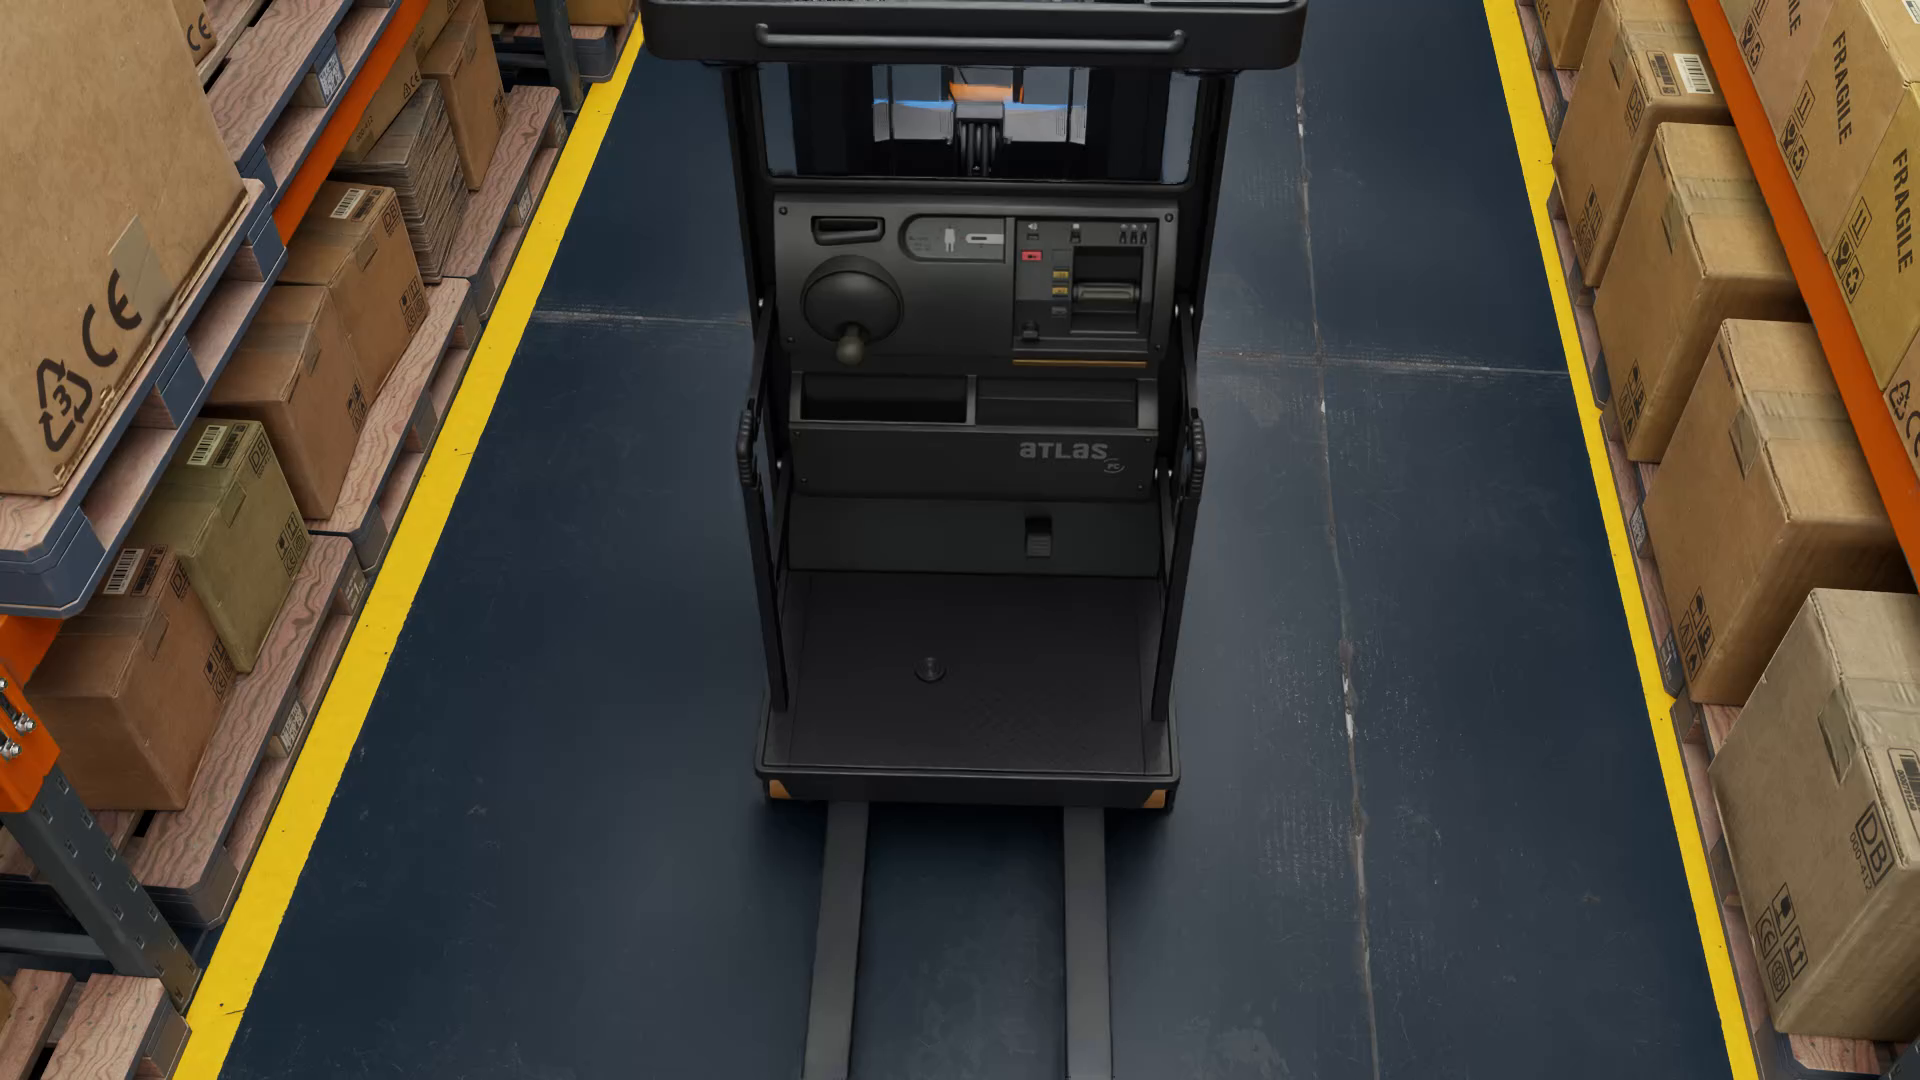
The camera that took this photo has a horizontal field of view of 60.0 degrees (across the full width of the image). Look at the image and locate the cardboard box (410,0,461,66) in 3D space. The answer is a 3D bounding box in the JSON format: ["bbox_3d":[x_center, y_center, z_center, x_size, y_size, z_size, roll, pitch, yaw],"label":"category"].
[{"bbox_3d":[-2.099,-1.901,5.843,0.500,0.250,0.500,6,48,5],"label":"cardboard box"}]

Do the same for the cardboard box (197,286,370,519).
[{"bbox_3d":[-2.242,-0.413,4.991,0.700,0.500,0.500,0,48,0],"label":"cardboard box"}]

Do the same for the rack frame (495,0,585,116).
[{"bbox_3d":[-2.068,-2.837,5.812,1.000,3.000,0.127,4,48,4],"label":"rack frame"}]

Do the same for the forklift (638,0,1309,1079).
[{"bbox_3d":[0.031,-0.499,3.720,1.130,2.935,3.031,1,48,1],"label":"forklift"}]

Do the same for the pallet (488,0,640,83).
[{"bbox_3d":[-1.921,-2.470,7.366,1.003,0.211,1.213,4,48,4],"label":"pallet"}]

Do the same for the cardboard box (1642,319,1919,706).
[{"bbox_3d":[2.556,-0.043,4.497,1.050,0.750,0.750,4,48,4],"label":"cardboard box"}]

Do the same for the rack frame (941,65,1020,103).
[{"bbox_3d":[0.060,-1.069,5.404,0.240,1.200,0.006,5,45,4],"label":"rack frame"}]

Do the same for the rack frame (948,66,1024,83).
[{"bbox_3d":[0.080,-1.198,5.533,0.240,1.200,0.006,5,45,4],"label":"rack frame"}]

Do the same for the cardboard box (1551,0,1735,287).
[{"bbox_3d":[2.717,-1.371,5.711,1.050,0.750,0.750,3,48,3],"label":"cardboard box"}]

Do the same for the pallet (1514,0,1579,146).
[{"bbox_3d":[2.935,-2.062,6.993,1.003,0.211,1.213,4,48,4],"label":"pallet"}]

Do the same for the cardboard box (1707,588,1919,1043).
[{"bbox_3d":[2.465,0.665,3.849,1.050,0.750,0.750,4,48,3],"label":"cardboard box"}]

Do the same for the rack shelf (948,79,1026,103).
[{"bbox_3d":[0.072,-1.357,5.245,0.258,0.103,0.180,5,45,4],"label":"rack shelf"}]

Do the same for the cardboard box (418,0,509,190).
[{"bbox_3d":[-2.109,-1.648,6.121,0.700,0.500,0.500,2,48,1],"label":"cardboard box"}]

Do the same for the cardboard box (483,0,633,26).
[{"bbox_3d":[-1.984,-2.768,6.904,1.225,0.875,0.875,2,48,2],"label":"cardboard box"}]

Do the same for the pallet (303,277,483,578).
[{"bbox_3d":[-2.254,-0.428,5.498,1.003,0.211,1.213,4,48,4],"label":"pallet"}]

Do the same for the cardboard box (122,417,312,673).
[{"bbox_3d":[-2.293,-0.002,4.615,0.700,0.500,0.500,4,48,3],"label":"cardboard box"}]

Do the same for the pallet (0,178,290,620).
[{"bbox_3d":[-2.218,-0.385,3.699,1.003,0.211,1.213,4,48,4],"label":"pallet"}]

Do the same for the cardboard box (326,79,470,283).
[{"bbox_3d":[-2.147,-1.240,5.747,0.700,0.500,0.500,0,48,0],"label":"cardboard box"}]

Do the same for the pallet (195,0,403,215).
[{"bbox_3d":[-2.207,-1.315,4.550,1.003,0.211,1.213,4,48,4],"label":"pallet"}]

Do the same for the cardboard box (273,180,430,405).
[{"bbox_3d":[-2.192,-0.823,5.366,0.700,0.500,0.500,7,48,7],"label":"cardboard box"}]

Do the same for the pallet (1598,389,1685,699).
[{"bbox_3d":[2.602,-0.020,5.125,1.003,0.211,1.213,4,48,4],"label":"pallet"}]

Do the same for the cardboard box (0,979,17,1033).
[{"bbox_3d":[-2.509,1.095,3.625,0.500,0.500,0.500,3,48,2],"label":"cardboard box"}]

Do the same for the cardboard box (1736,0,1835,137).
[{"bbox_3d":[2.463,-1.407,4.436,0.500,0.500,0.500,4,48,3],"label":"cardboard box"}]

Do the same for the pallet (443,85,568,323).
[{"bbox_3d":[-2.140,-1.322,6.316,1.003,0.211,1.213,4,48,4],"label":"pallet"}]

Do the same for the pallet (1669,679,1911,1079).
[{"bbox_3d":[2.493,0.879,4.303,1.003,0.211,1.213,4,48,4],"label":"pallet"}]

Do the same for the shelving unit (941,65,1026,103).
[{"bbox_3d":[0.070,-1.133,5.468,0.258,1.200,0.189,5,45,4],"label":"shelving unit"}]

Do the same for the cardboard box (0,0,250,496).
[{"bbox_3d":[-2.221,-0.817,3.273,1.000,1.000,1.000,4,48,4],"label":"cardboard box"}]

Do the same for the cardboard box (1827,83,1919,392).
[{"bbox_3d":[2.371,-0.668,3.760,0.500,0.500,0.500,4,48,4],"label":"cardboard box"}]

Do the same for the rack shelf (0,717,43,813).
[{"bbox_3d":[-2.615,1.815,2.045,1.077,0.370,4.000,4,48,4],"label":"rack shelf"}]

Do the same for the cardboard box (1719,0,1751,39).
[{"bbox_3d":[2.509,-1.778,4.775,0.500,0.500,0.500,3,48,3],"label":"cardboard box"}]

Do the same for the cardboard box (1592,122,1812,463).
[{"bbox_3d":[2.641,-0.728,5.123,1.050,0.750,0.750,5,48,4],"label":"cardboard box"}]

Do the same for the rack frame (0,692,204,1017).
[{"bbox_3d":[-2.432,0.102,3.124,1.000,3.000,0.127,4,48,4],"label":"rack frame"}]

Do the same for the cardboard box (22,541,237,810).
[{"bbox_3d":[-2.355,0.347,4.295,0.700,0.500,0.500,1,48,1],"label":"cardboard box"}]

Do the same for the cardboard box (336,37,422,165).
[{"bbox_3d":[-2.137,-1.510,5.486,0.500,0.250,0.500,9,48,8],"label":"cardboard box"}]

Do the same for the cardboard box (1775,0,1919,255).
[{"bbox_3d":[2.415,-1.041,4.102,0.500,0.500,0.500,3,48,3],"label":"cardboard box"}]

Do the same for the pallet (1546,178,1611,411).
[{"bbox_3d":[2.715,-0.914,5.943,1.003,0.211,1.213,4,48,4],"label":"pallet"}]

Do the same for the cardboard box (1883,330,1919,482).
[{"bbox_3d":[2.325,-0.297,3.421,0.500,0.500,0.500,3,48,3],"label":"cardboard box"}]

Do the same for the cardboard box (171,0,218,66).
[{"bbox_3d":[-2.366,-1.355,4.102,0.797,0.503,0.637,8,48,8],"label":"cardboard box"}]

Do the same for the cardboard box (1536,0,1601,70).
[{"bbox_3d":[2.662,-2.229,6.665,0.500,0.500,0.500,4,48,3],"label":"cardboard box"}]

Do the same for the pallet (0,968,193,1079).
[{"bbox_3d":[-2.458,1.539,3.699,1.003,0.211,1.213,4,48,4],"label":"pallet"}]

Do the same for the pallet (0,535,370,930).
[{"bbox_3d":[-2.363,0.471,4.676,1.003,0.211,1.213,4,48,4],"label":"pallet"}]

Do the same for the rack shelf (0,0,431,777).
[{"bbox_3d":[-2.250,-1.125,4.734,1.077,0.370,4.000,4,48,4],"label":"rack shelf"}]
